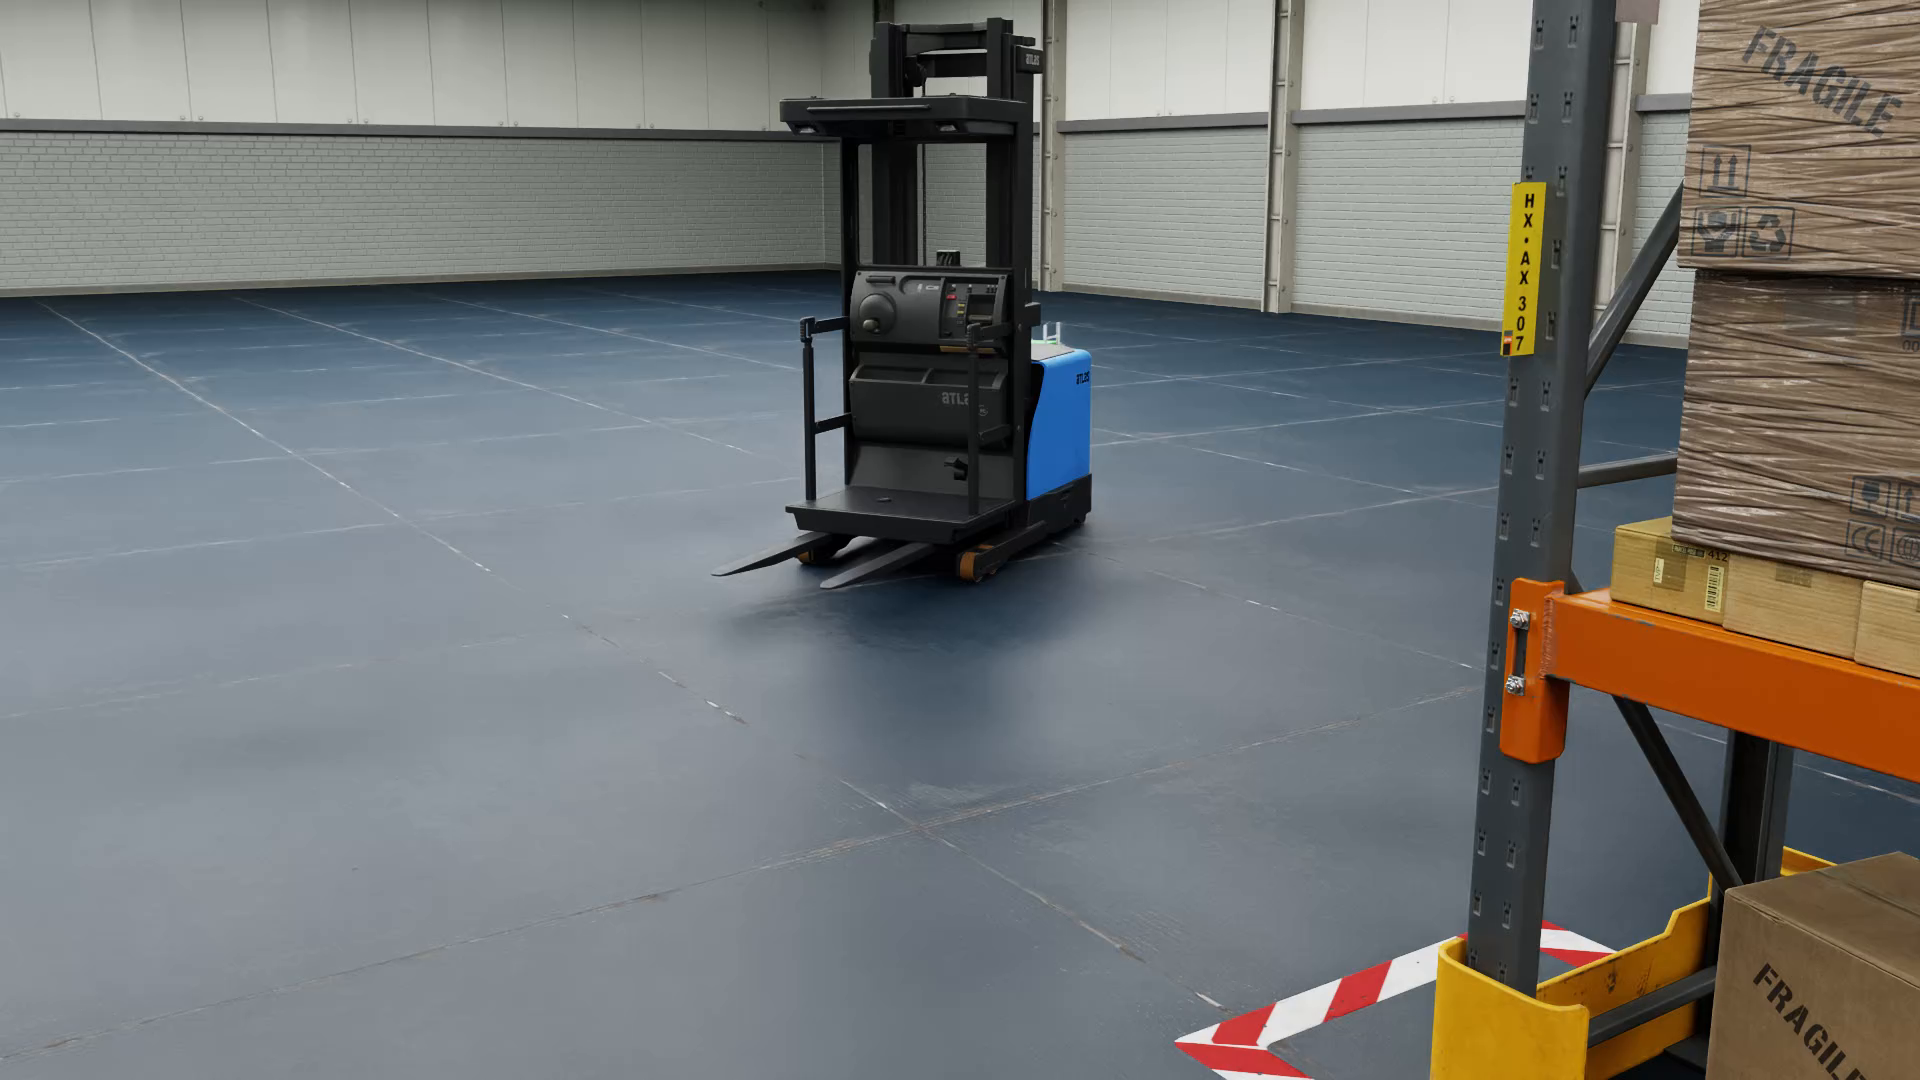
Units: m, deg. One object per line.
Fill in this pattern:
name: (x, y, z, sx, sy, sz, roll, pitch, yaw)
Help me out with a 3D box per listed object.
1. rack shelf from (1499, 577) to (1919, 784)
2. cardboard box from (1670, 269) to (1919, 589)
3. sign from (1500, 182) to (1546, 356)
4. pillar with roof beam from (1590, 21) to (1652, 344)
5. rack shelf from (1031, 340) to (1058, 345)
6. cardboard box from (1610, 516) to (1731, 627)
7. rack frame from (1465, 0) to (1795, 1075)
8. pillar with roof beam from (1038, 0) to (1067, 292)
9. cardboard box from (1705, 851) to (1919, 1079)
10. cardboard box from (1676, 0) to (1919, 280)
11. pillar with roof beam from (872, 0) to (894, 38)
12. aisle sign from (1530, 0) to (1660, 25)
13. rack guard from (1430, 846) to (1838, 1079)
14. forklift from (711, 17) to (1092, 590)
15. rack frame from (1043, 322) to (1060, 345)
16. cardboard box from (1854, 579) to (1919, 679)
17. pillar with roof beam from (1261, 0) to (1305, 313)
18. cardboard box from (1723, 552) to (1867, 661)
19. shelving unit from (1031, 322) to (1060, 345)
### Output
rack shelf: (2.637, 0.550, 2.010, 1.077, 0.370, 4.000, -8, 15, -33)
cardboard box: (1.811, -0.250, 3.055, 0.875, 0.500, 0.500, -8, 15, -33)
sign: (1.077, -0.516, 3.174, 0.100, 0.325, 0.005, -8, 15, -33)
pillar with roof beam: (4.775, -6.449, 18.290, 9.100, 9.000, 0.400, -8, 15, -33)
rack shelf: (0.357, -1.203, 10.605, 0.480, 0.148, 0.258, 6, 14, 24)
cardboard box: (1.488, 0.044, 3.226, 0.380, 0.149, 0.250, -8, 15, -33)
rack frame: (1.529, -0.157, 3.560, 1.000, 3.000, 0.127, -8, 15, -33)
pillar with roof beam: (-1.873, -8.584, 28.049, 9.100, 9.000, 0.400, -8, 15, -33)
cardboard box: (1.861, 0.972, 3.265, 0.500, 0.500, 0.500, -5, 13, -22)
cardboard box: (1.607, -0.710, 2.816, 0.500, 0.500, 0.500, -8, 15, -33)
pillar with roof beam: (-5.198, -9.651, 32.929, 9.100, 9.000, 0.400, -8, 15, -33)
aisle sign: (1.245, -1.403, 3.170, 0.394, 0.787, 0.004, -8, 15, -33)
rack guard: (1.571, 1.077, 3.765, 1.175, 0.500, 0.348, -8, 15, -33)
forklift: (-0.265, -1.311, 8.996, 1.130, 2.935, 3.031, 6, 14, 24)
rack frame: (0.578, -0.774, 10.593, 0.015, 1.200, 0.240, 6, 14, 24)
cardboard box: (1.737, 0.137, 2.801, 0.380, 0.149, 0.250, -8, 15, -33)
pillar with roof beam: (1.451, -7.517, 23.170, 9.100, 9.000, 0.400, -8, 15, -33)
cardboard box: (1.611, 0.091, 3.012, 0.380, 0.149, 0.250, -8, 15, -33)
shelving unit: (0.357, -0.796, 10.694, 0.503, 1.200, 0.258, 6, 14, 24)
